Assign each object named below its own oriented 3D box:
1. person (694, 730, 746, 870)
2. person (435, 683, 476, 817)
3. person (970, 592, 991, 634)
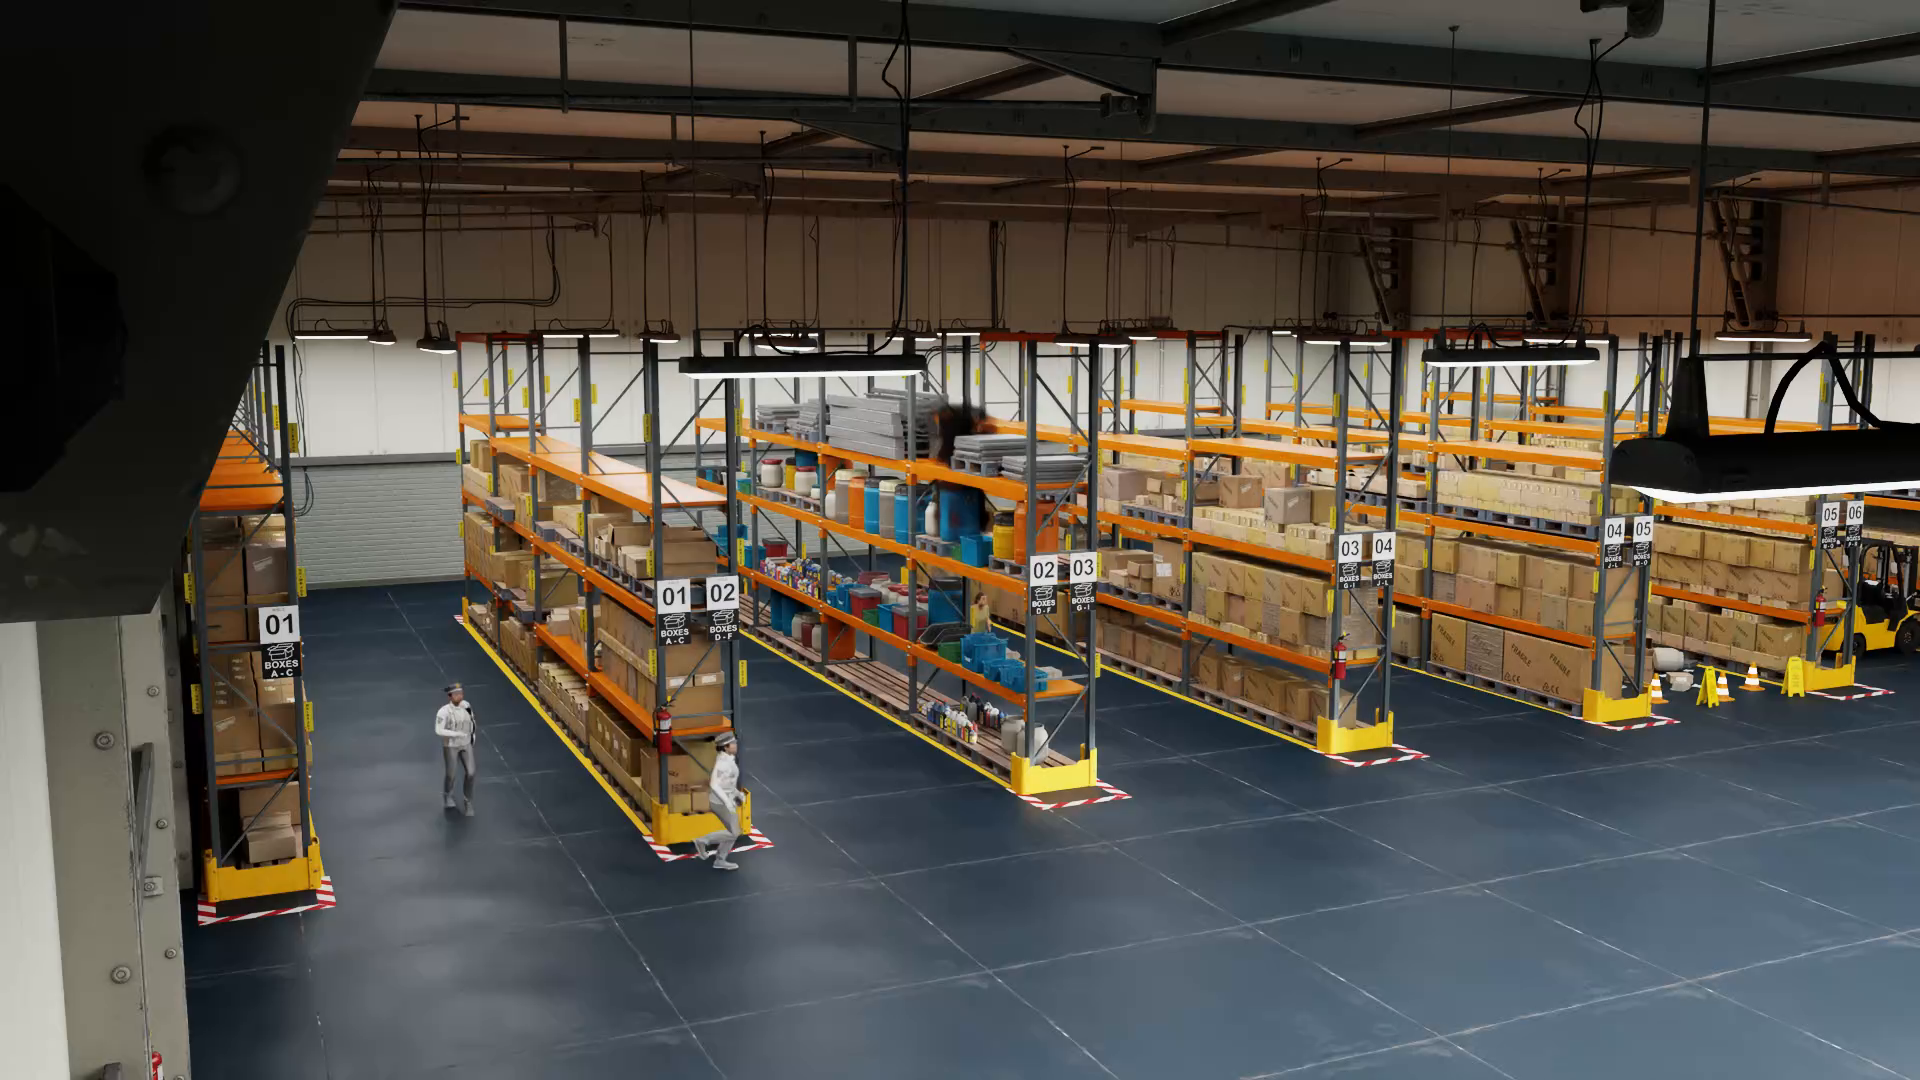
[{"bbox_3d":[-2.755,2.979,19.022,0.565,1.634,0.607,0,8,2],"label":"person"},{"bbox_3d":[-6.398,2.667,21.177,0.599,1.765,0.726,-6,10,-36],"label":"person"},{"bbox_3d":[0.265,1.670,28.791,0.556,1.602,0.651,-7,11,-44],"label":"person"}]
